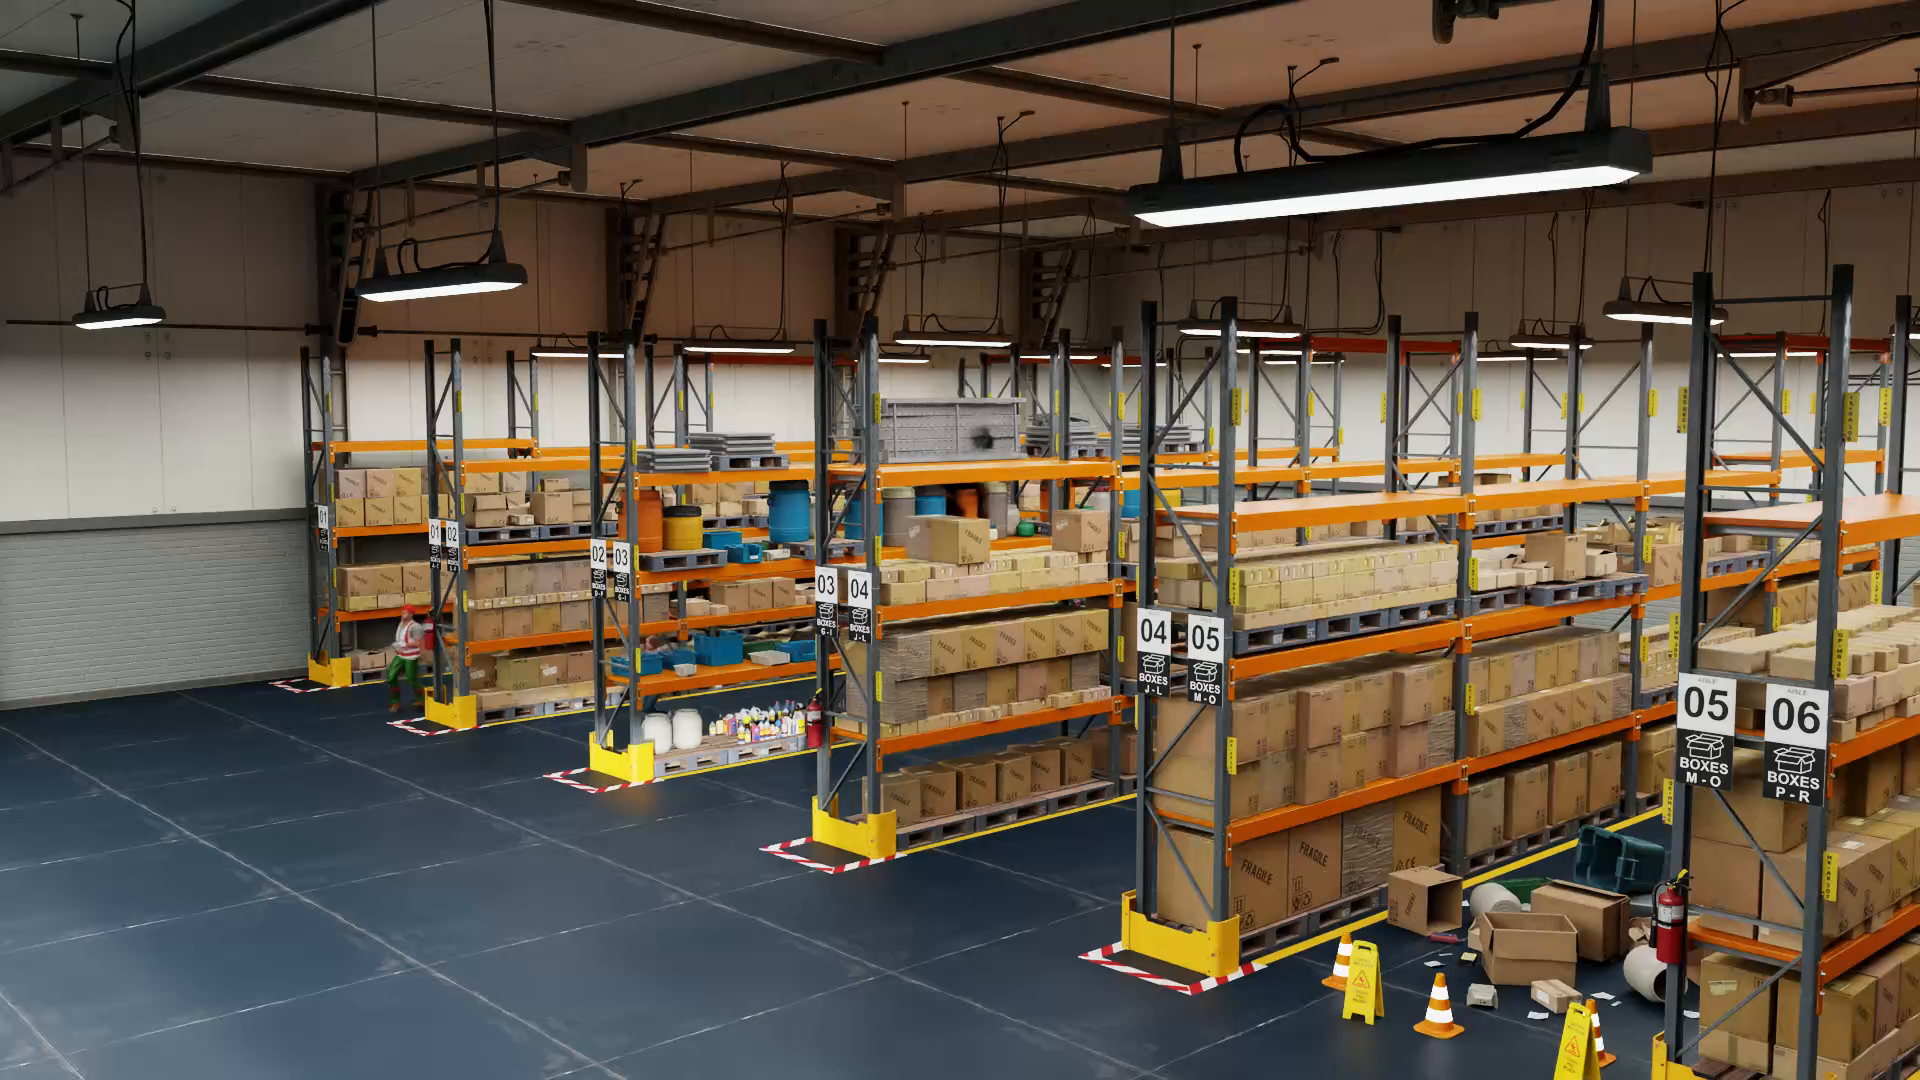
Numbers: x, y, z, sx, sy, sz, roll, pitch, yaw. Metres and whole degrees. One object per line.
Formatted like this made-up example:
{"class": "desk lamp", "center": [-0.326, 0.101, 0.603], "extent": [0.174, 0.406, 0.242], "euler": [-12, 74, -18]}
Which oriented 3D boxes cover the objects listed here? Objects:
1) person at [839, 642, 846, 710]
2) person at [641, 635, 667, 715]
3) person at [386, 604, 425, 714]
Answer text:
{"class": "person", "center": [-1.659, 1.901, 27.494], "extent": [0.934, 1.707, 0.625], "euler": [-5, 7, -43]}
{"class": "person", "center": [-4.582, 2.197, 24.918], "extent": [0.542, 1.559, 0.625], "euler": [3, 6, 30]}
{"class": "person", "center": [-8.933, 1.931, 26.980], "extent": [0.661, 1.826, 0.762], "euler": [3, 6, 31]}
